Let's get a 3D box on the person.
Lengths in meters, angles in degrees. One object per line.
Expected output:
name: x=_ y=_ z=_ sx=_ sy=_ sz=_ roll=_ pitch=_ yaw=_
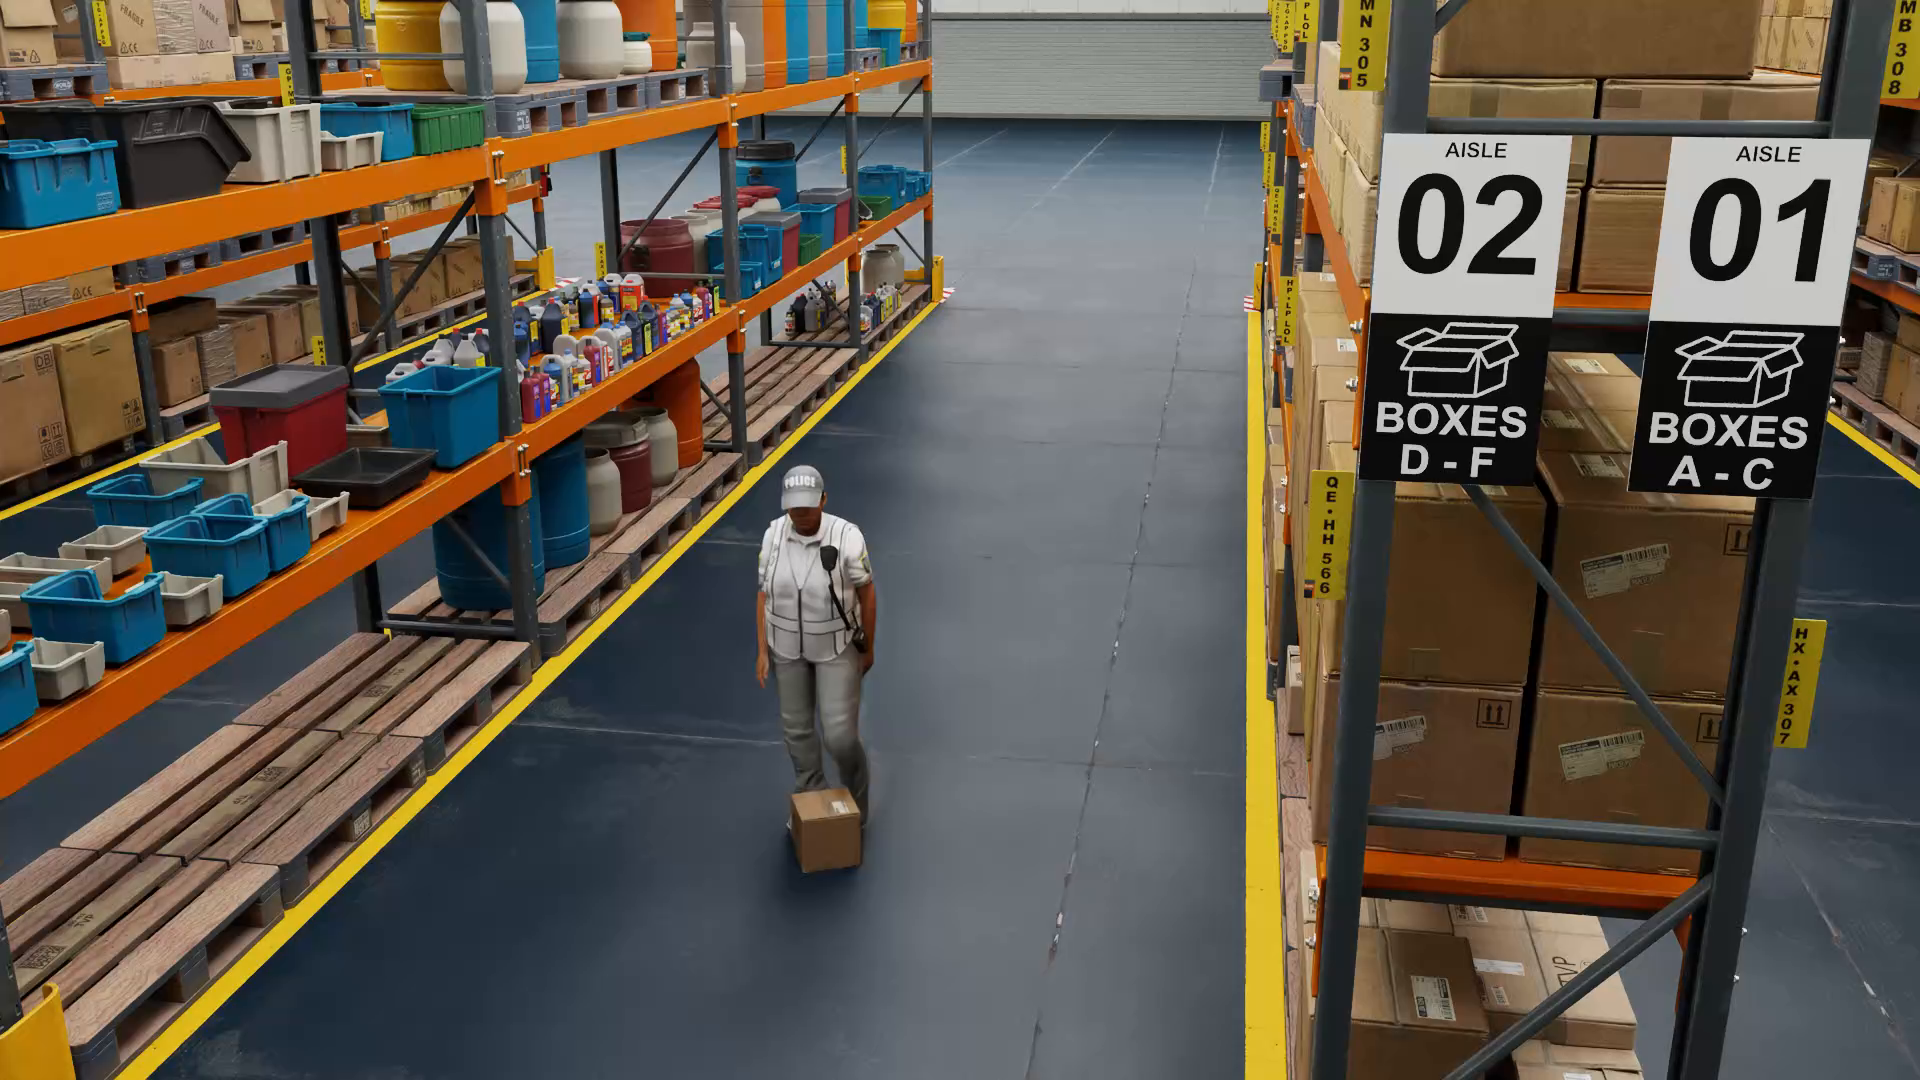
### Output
person: x=-0.614 y=0.490 z=7.041 sx=0.493 sy=1.690 sz=0.449 roll=5 pitch=19 yaw=14
